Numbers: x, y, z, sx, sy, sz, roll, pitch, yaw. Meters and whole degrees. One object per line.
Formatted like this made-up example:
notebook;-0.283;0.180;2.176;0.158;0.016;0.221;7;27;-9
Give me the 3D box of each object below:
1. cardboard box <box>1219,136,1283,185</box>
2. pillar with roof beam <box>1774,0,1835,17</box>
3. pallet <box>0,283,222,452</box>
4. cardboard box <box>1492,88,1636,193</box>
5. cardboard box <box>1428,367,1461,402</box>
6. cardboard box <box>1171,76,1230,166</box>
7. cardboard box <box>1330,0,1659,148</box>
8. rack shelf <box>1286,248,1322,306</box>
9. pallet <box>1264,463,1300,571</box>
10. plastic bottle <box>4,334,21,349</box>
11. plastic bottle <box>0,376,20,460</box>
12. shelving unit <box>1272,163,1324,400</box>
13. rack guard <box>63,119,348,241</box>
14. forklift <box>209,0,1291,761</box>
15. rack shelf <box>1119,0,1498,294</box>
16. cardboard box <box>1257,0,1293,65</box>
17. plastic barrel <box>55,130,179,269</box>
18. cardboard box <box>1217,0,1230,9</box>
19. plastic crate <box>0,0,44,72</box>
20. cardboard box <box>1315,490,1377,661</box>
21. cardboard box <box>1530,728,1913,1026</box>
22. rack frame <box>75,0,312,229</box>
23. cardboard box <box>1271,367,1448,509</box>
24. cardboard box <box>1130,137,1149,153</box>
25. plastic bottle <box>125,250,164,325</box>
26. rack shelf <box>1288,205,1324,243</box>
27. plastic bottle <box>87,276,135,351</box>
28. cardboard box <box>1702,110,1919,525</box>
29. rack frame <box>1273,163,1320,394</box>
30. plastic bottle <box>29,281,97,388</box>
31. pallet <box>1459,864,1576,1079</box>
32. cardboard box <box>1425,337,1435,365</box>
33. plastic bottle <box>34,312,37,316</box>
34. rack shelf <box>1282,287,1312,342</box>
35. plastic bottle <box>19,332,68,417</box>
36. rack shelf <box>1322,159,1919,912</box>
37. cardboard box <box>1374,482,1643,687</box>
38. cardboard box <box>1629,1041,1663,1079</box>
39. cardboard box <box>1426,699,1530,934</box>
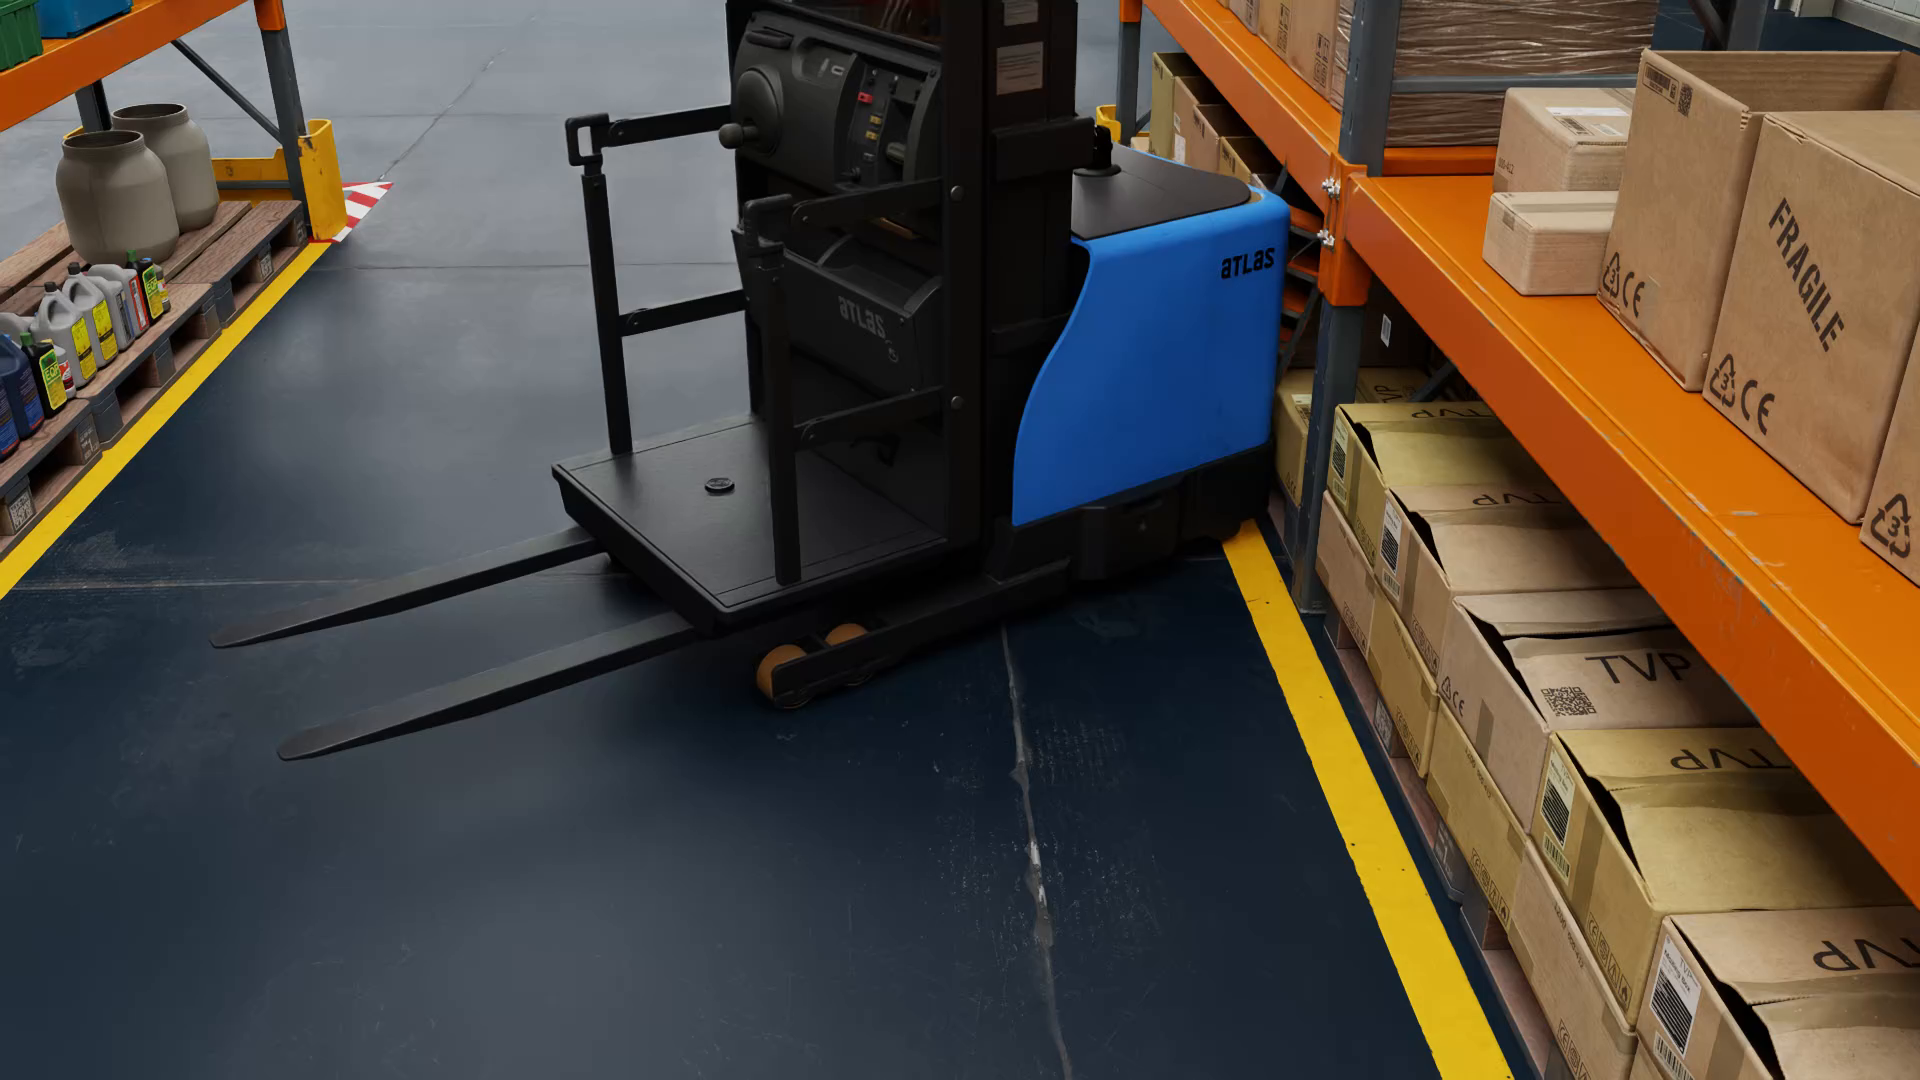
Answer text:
cardboard box;1.195;-1.118;5.858;0.500;0.500;0.500;-1;28;-3
pillar with roof beam;2.508;-8.140;11.127;9.100;9.000;0.400;-1;28;-3
pallet;-3.525;-0.669;6.304;1.003;0.211;1.213;-1;28;-3
cardboard box;1.552;-0.854;3.807;0.500;0.250;0.500;0;28;1
cardboard box;1.761;-0.336;5.169;0.500;0.250;0.500;-1;28;-3
cardboard box;1.146;-1.580;6.743;0.500;0.500;0.500;-1;28;-3
cardboard box;1.453;-1.396;4.575;0.700;0.500;0.500;-2;28;-4
rack shelf;0.988;-0.829;5.069;0.258;0.103;0.180;22;27;4
pallet;1.483;-0.279;5.557;1.003;0.211;1.213;-1;28;-3
plastic bottle;-3.147;-0.552;5.539;0.097;0.271;0.097;0;28;0
plastic bottle;-3.092;-0.433;5.225;0.144;0.351;0.185;-1;28;-1
shelving unit;0.929;-0.664;5.157;0.258;1.200;0.189;22;27;4
rack guard;-3.623;-1.734;8.035;1.175;0.500;0.348;-1;28;-3
forklift;-0.511;-1.131;4.249;3.031;2.935;1.130;-18;33;-31
rack shelf;1.378;-1.752;6.143;1.077;0.370;4.000;-1;28;-3
cardboard box;1.396;-1.872;5.487;0.700;0.500;0.500;-1;28;-2
plastic barrel;-3.537;-1.426;6.977;0.421;0.512;0.421;0;28;0
cardboard box;1.337;-2.351;6.406;0.700;0.500;0.500;-1;28;-2
plastic crate;-3.254;-1.569;5.244;0.450;0.188;0.662;-1;28;-3
cardboard box;1.256;0.078;4.376;0.500;0.250;0.500;-2;28;-4
cardboard box;1.337;0.544;2.876;0.500;0.311;0.500;-1;28;-1
rack frame;-3.673;-2.877;7.522;1.000;3.000;0.127;-1;28;-3
cardboard box;1.240;-0.323;5.145;0.500;0.250;0.500;-1;28;-3
cardboard box;1.079;-1.708;7.801;0.500;0.250;0.500;-1;28;-3
plastic bottle;-3.115;-0.976;6.340;0.061;0.283;0.133;-1;28;-1
rack shelf;1.025;-0.930;5.016;0.258;0.103;0.180;22;27;4
plastic bottle;-3.147;-0.845;6.097;0.152;0.276;0.135;-2;28;-4
cardboard box;1.560;-0.362;2.592;0.500;0.500;0.500;-1;28;-3
rack frame;0.908;-0.629;5.075;0.240;1.200;0.006;22;27;4
plastic bottle;-3.124;-0.716;5.768;0.144;0.351;0.185;-2;28;-3
pallet;1.626;0.993;3.117;1.003;0.211;1.213;-1;28;-3
cardboard box;1.737;-0.899;5.439;0.500;0.500;0.500;-1;28;-3
plastic bottle;-3.252;-0.713;5.923;0.097;0.201;0.097;0;28;0
rack shelf;0.952;-0.728;5.123;0.258;0.103;0.180;22;27;4
plastic bottle;-3.069;-0.567;5.556;0.061;0.283;0.133;0;28;0
rack shelf;1.587;0.095;2.601;1.077;0.370;4.000;-1;28;-3
cardboard box;1.276;0.065;3.794;0.500;0.311;0.500;-2;28;-3
cardboard box;1.366;1.026;2.559;0.500;0.250;0.500;-1;28;-1
cardboard box;1.311;0.553;3.465;0.500;0.250;0.500;-2;28;-4
